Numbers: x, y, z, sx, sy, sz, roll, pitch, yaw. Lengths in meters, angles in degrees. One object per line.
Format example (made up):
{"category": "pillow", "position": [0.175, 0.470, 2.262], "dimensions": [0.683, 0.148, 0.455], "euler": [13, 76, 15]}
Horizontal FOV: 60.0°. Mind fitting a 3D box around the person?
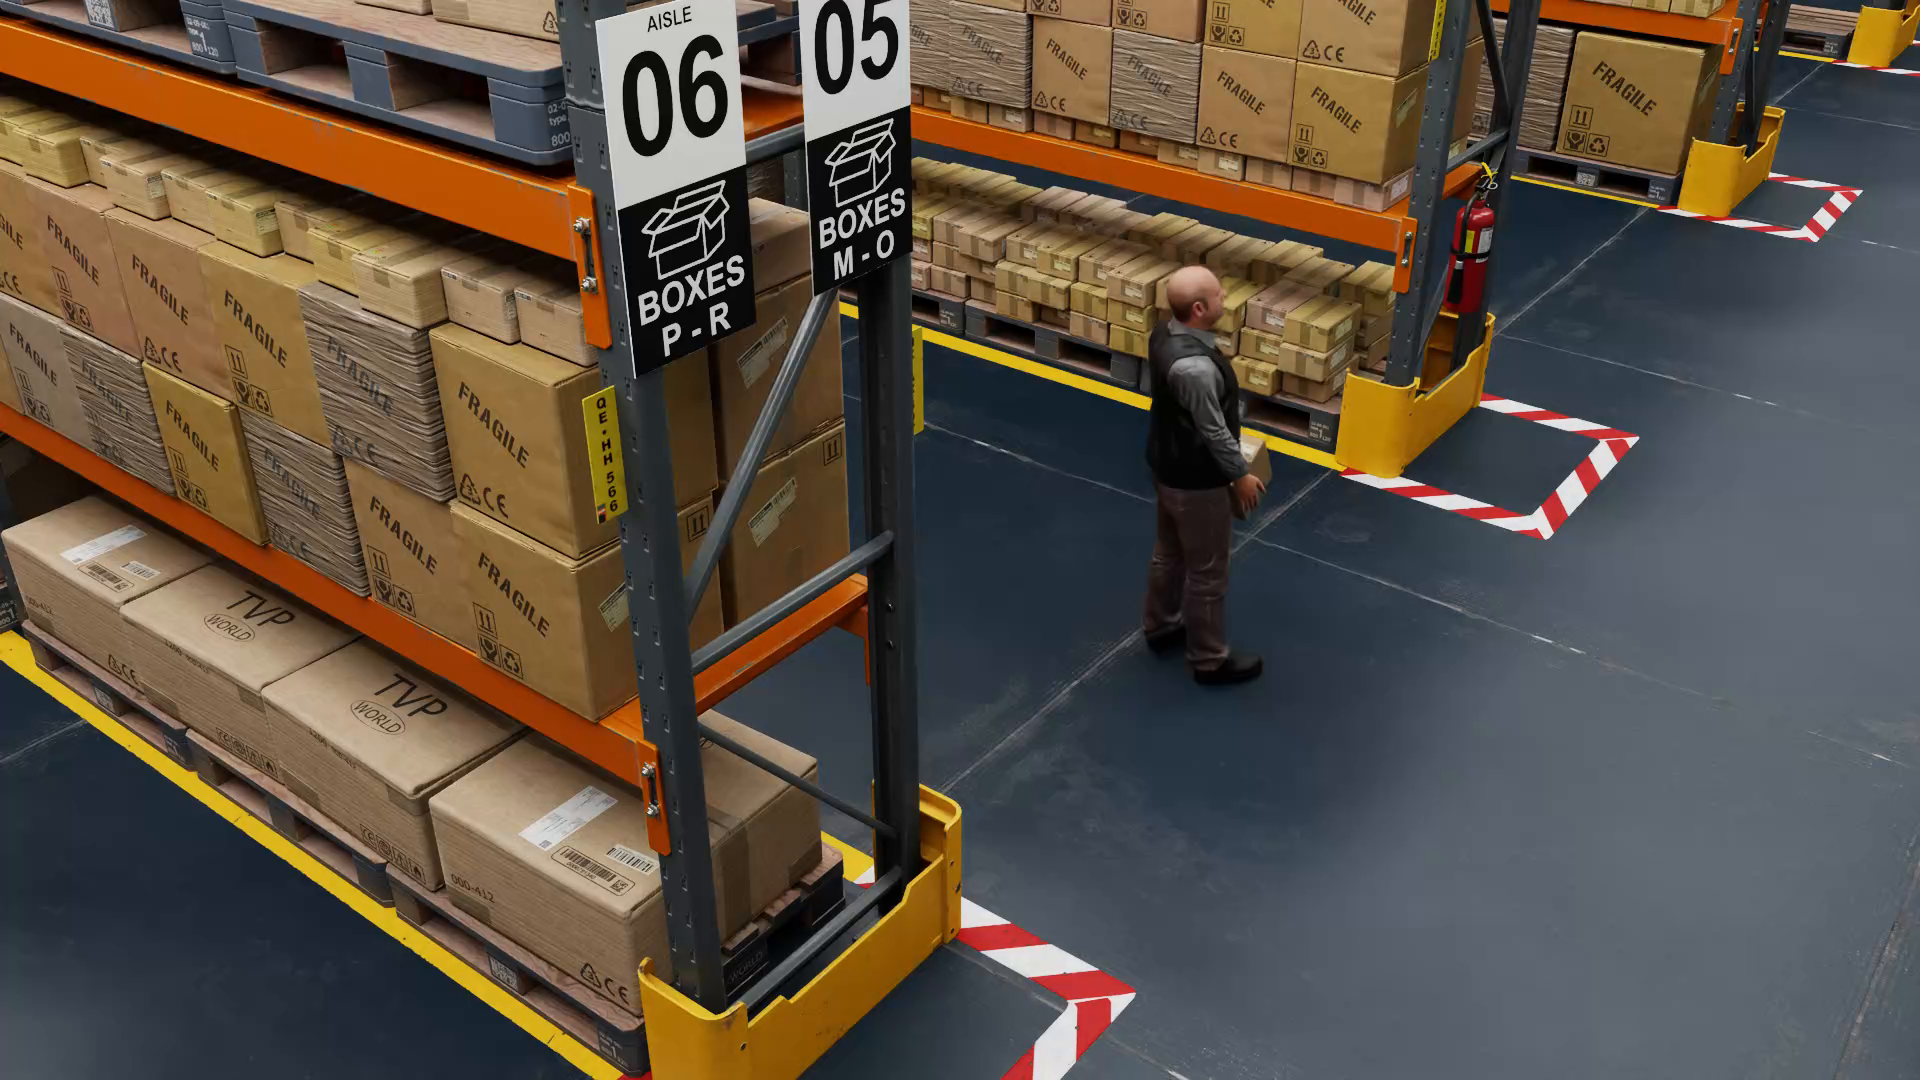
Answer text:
{"category": "person", "position": [0.985, -0.265, 6.574], "dimensions": [0.516, 1.728, 0.534], "euler": [-3, 31, -4]}
